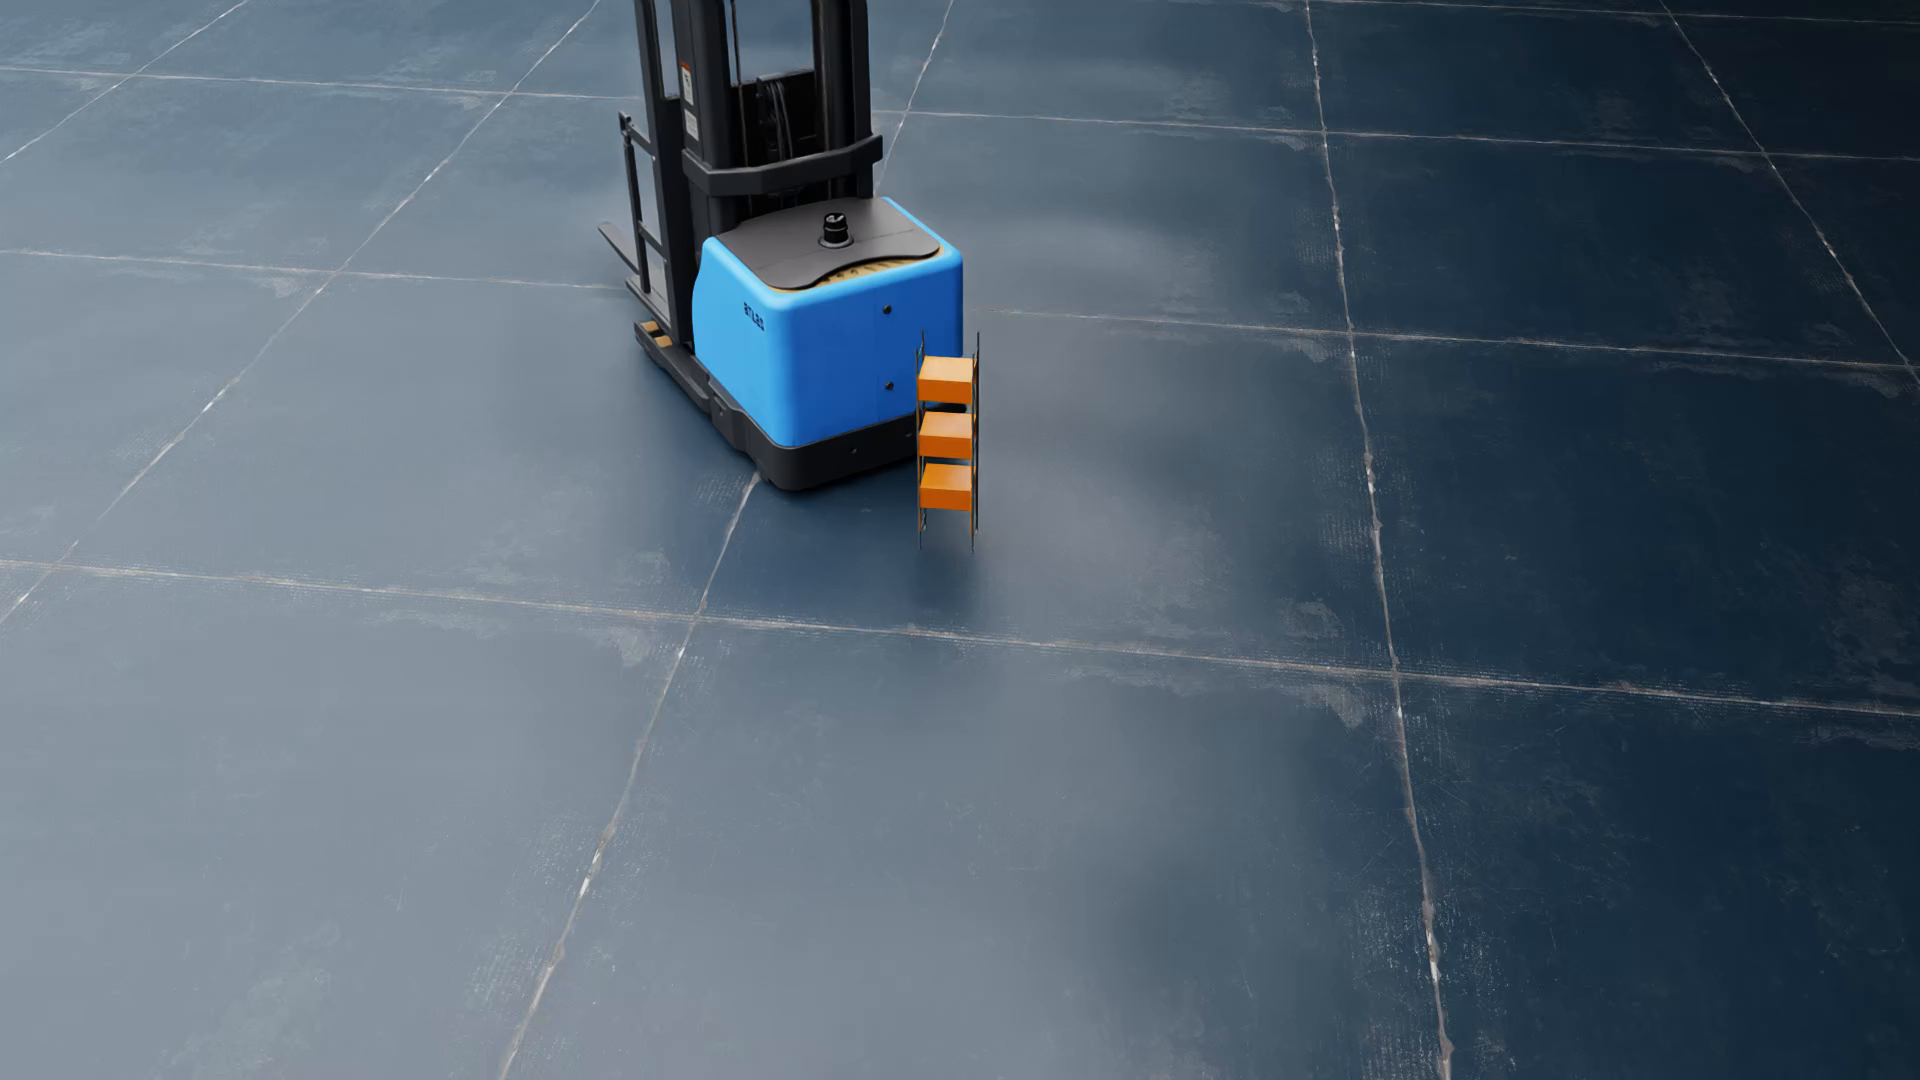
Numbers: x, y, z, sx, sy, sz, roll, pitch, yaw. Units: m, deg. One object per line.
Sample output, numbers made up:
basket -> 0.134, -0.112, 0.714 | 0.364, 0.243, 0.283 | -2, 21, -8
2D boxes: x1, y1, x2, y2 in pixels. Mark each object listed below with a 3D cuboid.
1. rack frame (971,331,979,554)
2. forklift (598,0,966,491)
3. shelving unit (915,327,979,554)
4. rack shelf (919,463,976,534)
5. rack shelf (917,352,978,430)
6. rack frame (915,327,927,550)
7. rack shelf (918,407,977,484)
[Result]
rack frame -> 0.068, -0.422, 7.438 | 0.008, 1.050, 0.200 | 4, 36, 6
forklift -> -1.142, -2.261, 8.395 | 1.130, 2.935, 3.031 | -19, 40, -24
shelving unit -> -0.053, -0.431, 7.451 | 0.252, 1.050, 0.215 | 4, 36, 6
rack shelf -> -0.053, -0.196, 7.618 | 0.240, 0.259, 0.215 | 4, 36, 6
rack shelf -> -0.053, -0.654, 7.292 | 0.240, 0.259, 0.215 | 4, 36, 6
rack frame -> -0.174, -0.440, 7.463 | 0.008, 1.050, 0.200 | 4, 36, 6
rack shelf -> -0.053, -0.423, 7.457 | 0.240, 0.259, 0.215 | 4, 36, 6
